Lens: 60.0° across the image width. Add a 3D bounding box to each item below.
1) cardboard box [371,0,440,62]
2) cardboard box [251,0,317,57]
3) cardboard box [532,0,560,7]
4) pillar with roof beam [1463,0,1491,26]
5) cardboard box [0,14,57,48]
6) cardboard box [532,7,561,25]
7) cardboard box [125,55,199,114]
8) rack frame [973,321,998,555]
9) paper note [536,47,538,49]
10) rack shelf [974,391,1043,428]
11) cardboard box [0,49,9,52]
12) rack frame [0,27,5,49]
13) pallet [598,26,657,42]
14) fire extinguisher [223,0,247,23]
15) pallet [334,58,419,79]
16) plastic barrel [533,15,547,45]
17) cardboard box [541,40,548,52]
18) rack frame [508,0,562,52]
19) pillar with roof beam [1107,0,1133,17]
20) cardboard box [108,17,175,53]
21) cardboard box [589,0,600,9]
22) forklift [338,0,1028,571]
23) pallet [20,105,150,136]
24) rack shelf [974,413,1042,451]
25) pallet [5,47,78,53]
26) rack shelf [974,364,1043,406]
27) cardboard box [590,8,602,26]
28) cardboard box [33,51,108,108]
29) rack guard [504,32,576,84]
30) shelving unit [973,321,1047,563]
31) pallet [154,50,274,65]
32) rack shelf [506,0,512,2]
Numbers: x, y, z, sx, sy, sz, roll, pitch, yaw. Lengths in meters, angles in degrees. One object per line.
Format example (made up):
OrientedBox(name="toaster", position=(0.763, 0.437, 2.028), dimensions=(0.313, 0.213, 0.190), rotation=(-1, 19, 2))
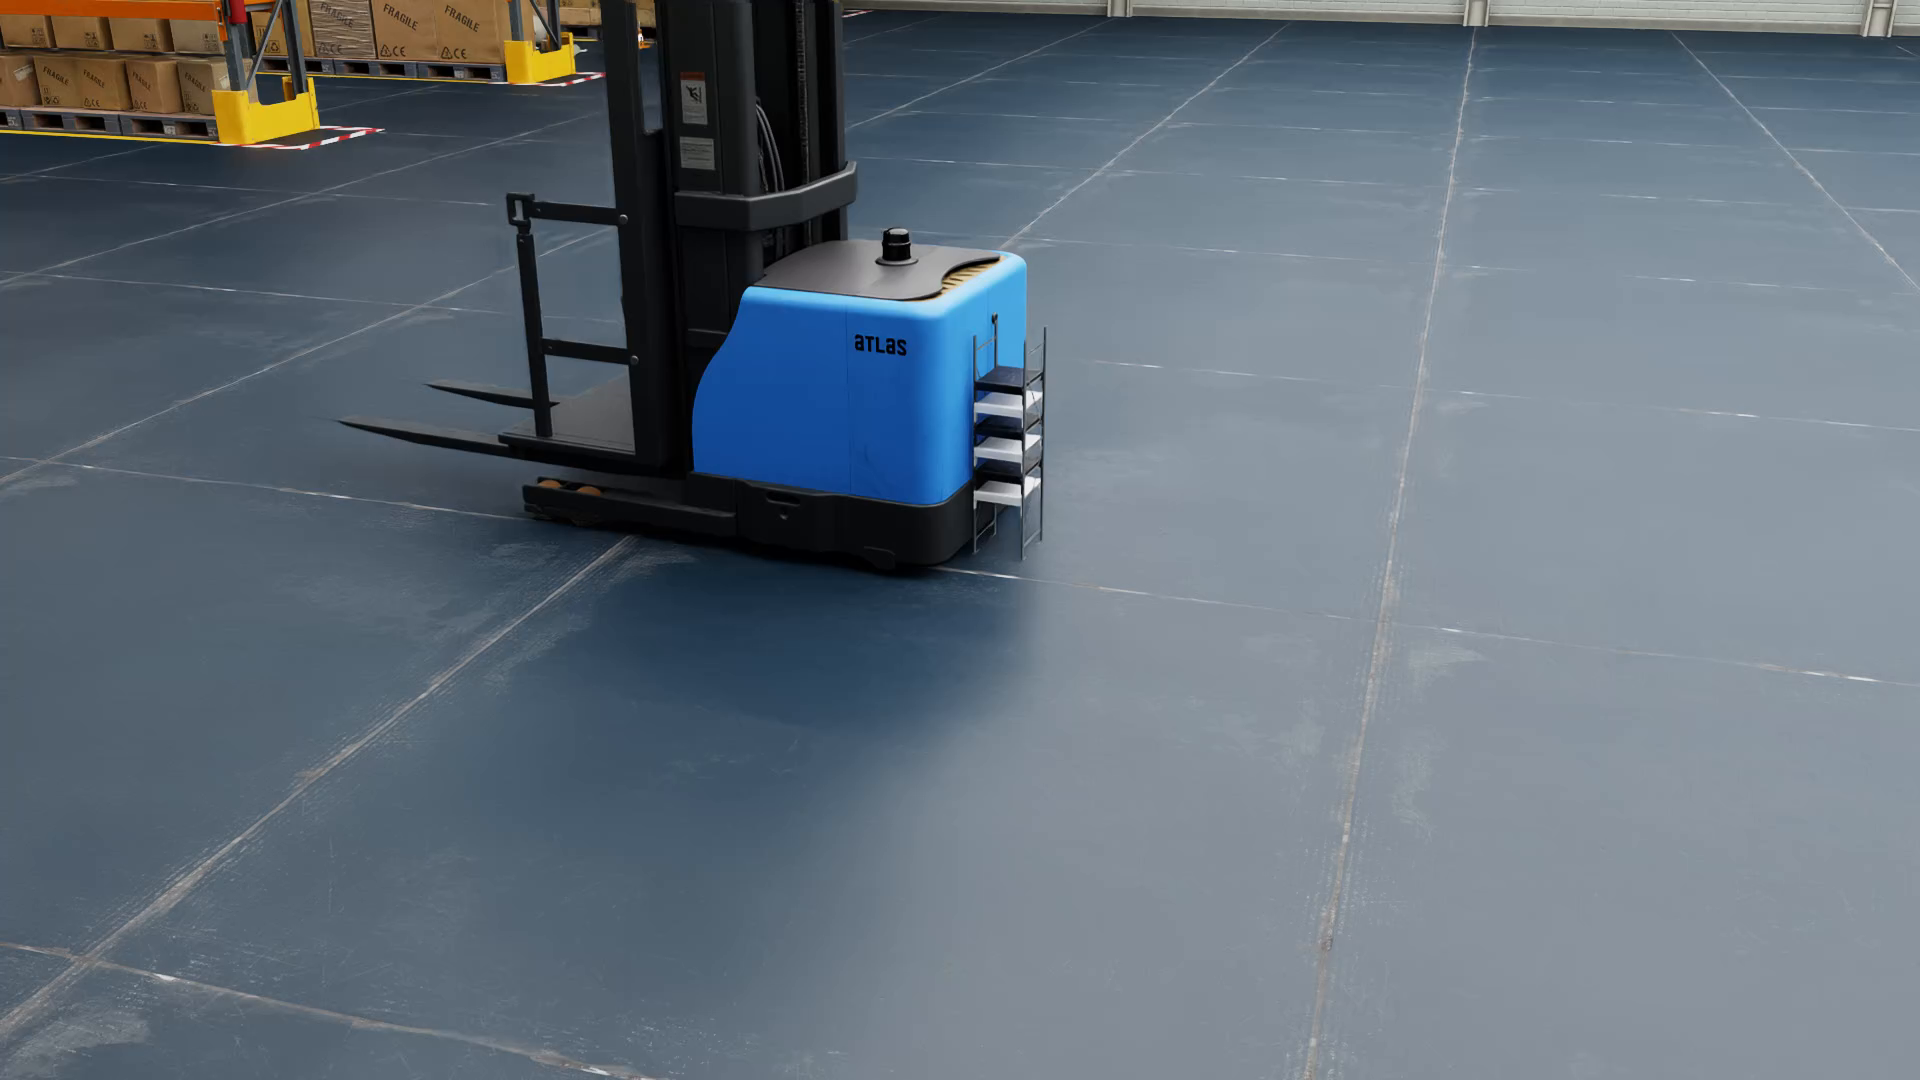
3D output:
OrientedBox(name="cardboard box", position=(-6.806, -6.581, 21.108), dimensions=(0.875, 0.875, 0.875), rotation=(6, 23, 15))
OrientedBox(name="cardboard box", position=(-8.542, -6.779, 21.591), dimensions=(0.875, 0.875, 0.875), rotation=(7, 23, 16))
OrientedBox(name="cardboard box", position=(-6.292, -8.466, 25.539), dimensions=(0.500, 0.500, 0.500), rotation=(8, 24, 18))
OrientedBox(name="pillar with roof beam", position=(7.308, -11.137, 22.063), dimensions=(0.400, 9.000, 9.100), rotation=(7, 23, 16))
OrientedBox(name="cardboard box", position=(-12.396, -7.155, 22.671), dimensions=(0.750, 0.750, 1.050), rotation=(6, 23, 15))
OrientedBox(name="cardboard box", position=(-6.281, -8.120, 25.682), dimensions=(0.500, 0.250, 0.500), rotation=(6, 23, 15))
OrientedBox(name="cardboard box", position=(-7.999, -4.598, 16.768), dimensions=(0.500, 0.500, 0.500), rotation=(13, 26, 29))
OrientedBox(name="rack frame", position=(0.099, -0.397, 6.553), dimensions=(0.006, 0.900, 0.240), rotation=(9, 24, 21))
OrientedBox(name="paper note", position=(-6.211, -7.183, 24.255), dimensions=(0.142, 0.019, 0.148), rotation=(16, 27, 34))
OrientedBox(name="rack shelf", position=(0.193, -0.518, 6.461), dimensions=(0.200, 0.077, 0.258), rotation=(9, 24, 21))
OrientedBox(name="cardboard box", position=(-10.282, -4.851, 17.384), dimensions=(0.500, 0.500, 0.500), rotation=(6, 23, 14))
OrientedBox(name="rack frame", position=(-12.953, -8.101, 22.567), dimensions=(0.127, 3.000, 1.000), rotation=(7, 23, 16))
OrientedBox(name="pallet", position=(-4.801, -7.854, 25.638), dimensions=(1.213, 0.211, 1.003), rotation=(7, 23, 16))
OrientedBox(name="fire extinguisher", position=(-6.847, -5.217, 15.638), dimensions=(0.183, 0.674, 0.296), rotation=(7, 23, 16))
OrientedBox(name="pallet", position=(-7.247, -6.127, 21.430), dimensions=(1.213, 0.211, 1.003), rotation=(7, 23, 15))
OrientedBox(name="plastic barrel", position=(-6.376, -7.518, 24.540), dimensions=(0.512, 0.421, 0.421), rotation=(-14, 26, -30))
OrientedBox(name="cardboard box", position=(-5.799, -7.124, 23.942), dimensions=(0.380, 0.149, 0.250), rotation=(-20, 29, -39))
OrientedBox(name="rack frame", position=(-5.294, -7.224, 20.429), dimensions=(0.127, 3.000, 1.000), rotation=(7, 23, 16))
OrientedBox(name="pillar with roof beam", position=(1.564, -11.795, 23.667), dimensions=(0.400, 9.000, 9.100), rotation=(7, 23, 16))
OrientedBox(name="cardboard box", position=(-10.666, -6.958, 22.192), dimensions=(0.750, 0.750, 1.050), rotation=(7, 23, 15))
OrientedBox(name="cardboard box", position=(-5.304, -8.352, 25.260), dimensions=(0.500, 0.500, 0.500), rotation=(7, 23, 17))
OrientedBox(name="forklift", position=(-1.280, -1.585, 6.771), dimensions=(3.031, 2.935, 1.130), rotation=(9, 24, 21))
OrientedBox(name="pallet", position=(-8.828, -4.387, 17.188), dimensions=(1.213, 0.211, 1.003), rotation=(7, 23, 16))
OrientedBox(name="rack shelf", position=(0.193, -0.435, 6.495), dimensions=(0.200, 0.077, 0.258), rotation=(9, 24, 21))
OrientedBox(name="pallet", position=(-12.220, -6.697, 22.818), dimensions=(1.213, 0.211, 1.003), rotation=(7, 23, 16))
OrientedBox(name="rack shelf", position=(0.193, -0.602, 6.427), dimensions=(0.200, 0.077, 0.258), rotation=(9, 24, 21))
OrientedBox(name="cardboard box", position=(-5.306, -8.006, 25.405), dimensions=(0.500, 0.250, 0.500), rotation=(7, 23, 16))
OrientedBox(name="cardboard box", position=(-9.114, -4.751, 17.141), dimensions=(0.500, 0.500, 0.500), rotation=(4, 23, 11))
OrientedBox(name="rack guard", position=(-5.271, -6.065, 20.897), dimensions=(0.348, 0.500, 1.175), rotation=(7, 23, 16))
OrientedBox(name="shelving unit", position=(0.193, -0.383, 6.517), dimensions=(0.210, 0.900, 0.258), rotation=(9, 24, 21))
OrientedBox(name="pallet", position=(-9.884, -6.430, 22.166), dimensions=(1.213, 0.211, 1.003), rotation=(7, 23, 16))
OrientedBox(name="rack shelf", position=(-7.209, -7.110, 21.100), dimensions=(4.000, 0.370, 1.077), rotation=(7, 23, 16))
